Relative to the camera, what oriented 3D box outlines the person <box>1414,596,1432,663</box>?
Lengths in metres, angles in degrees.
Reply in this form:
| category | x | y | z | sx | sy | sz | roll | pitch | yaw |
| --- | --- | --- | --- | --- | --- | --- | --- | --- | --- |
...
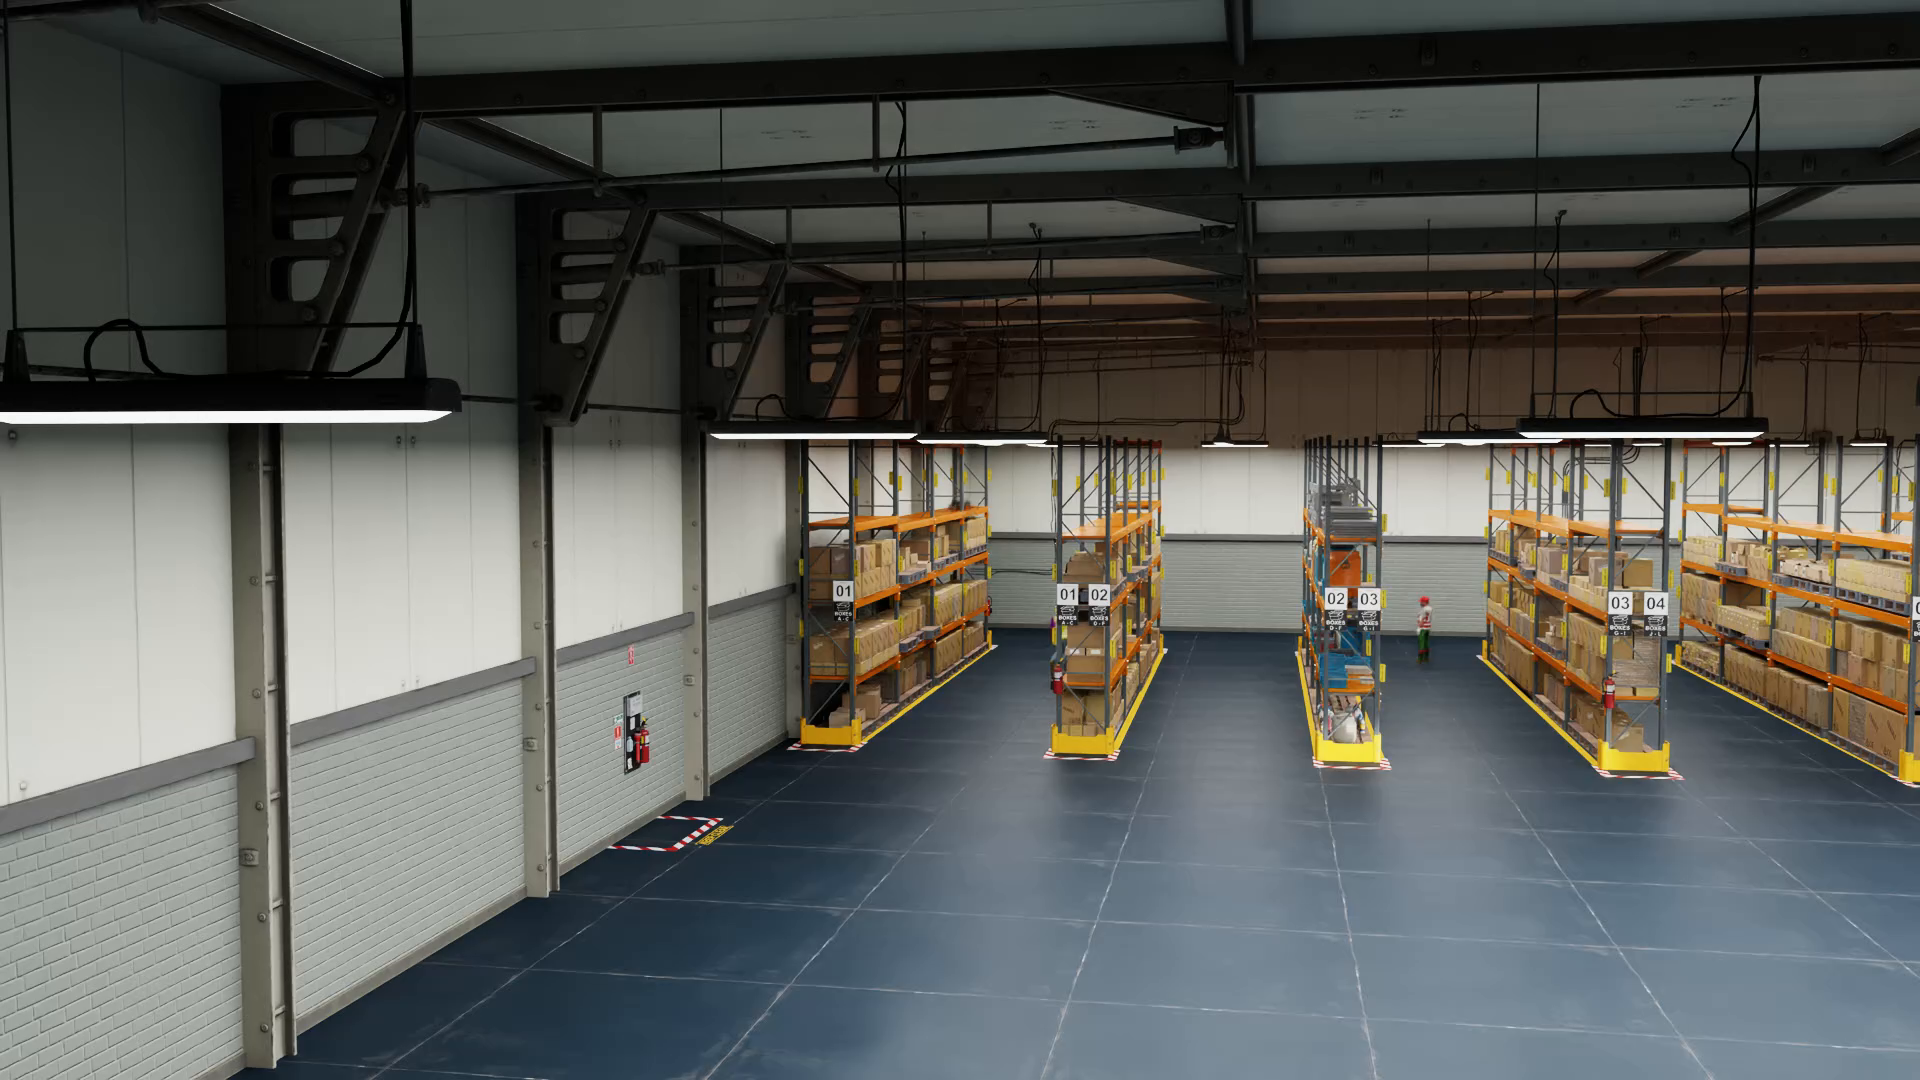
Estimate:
| category | x | y | z | sx | sy | sz | roll | pitch | yaw |
| --- | --- | --- | --- | --- | --- | --- | --- | --- | --- |
| person | 12.463 | 2.412 | 44.819 | 0.413 | 1.791 | 0.556 | 2 | 4 | 35 |

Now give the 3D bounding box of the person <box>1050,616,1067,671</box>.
| category | x | y | z | sx | sy | sz | roll | pitch | yaw |
| --- | --- | --- | --- | --- | --- | --- | --- | --- | --- |
| person | 2.592 | 2.533 | 42.593 | 0.572 | 1.746 | 0.602 | 3 | 4 | 45 |
